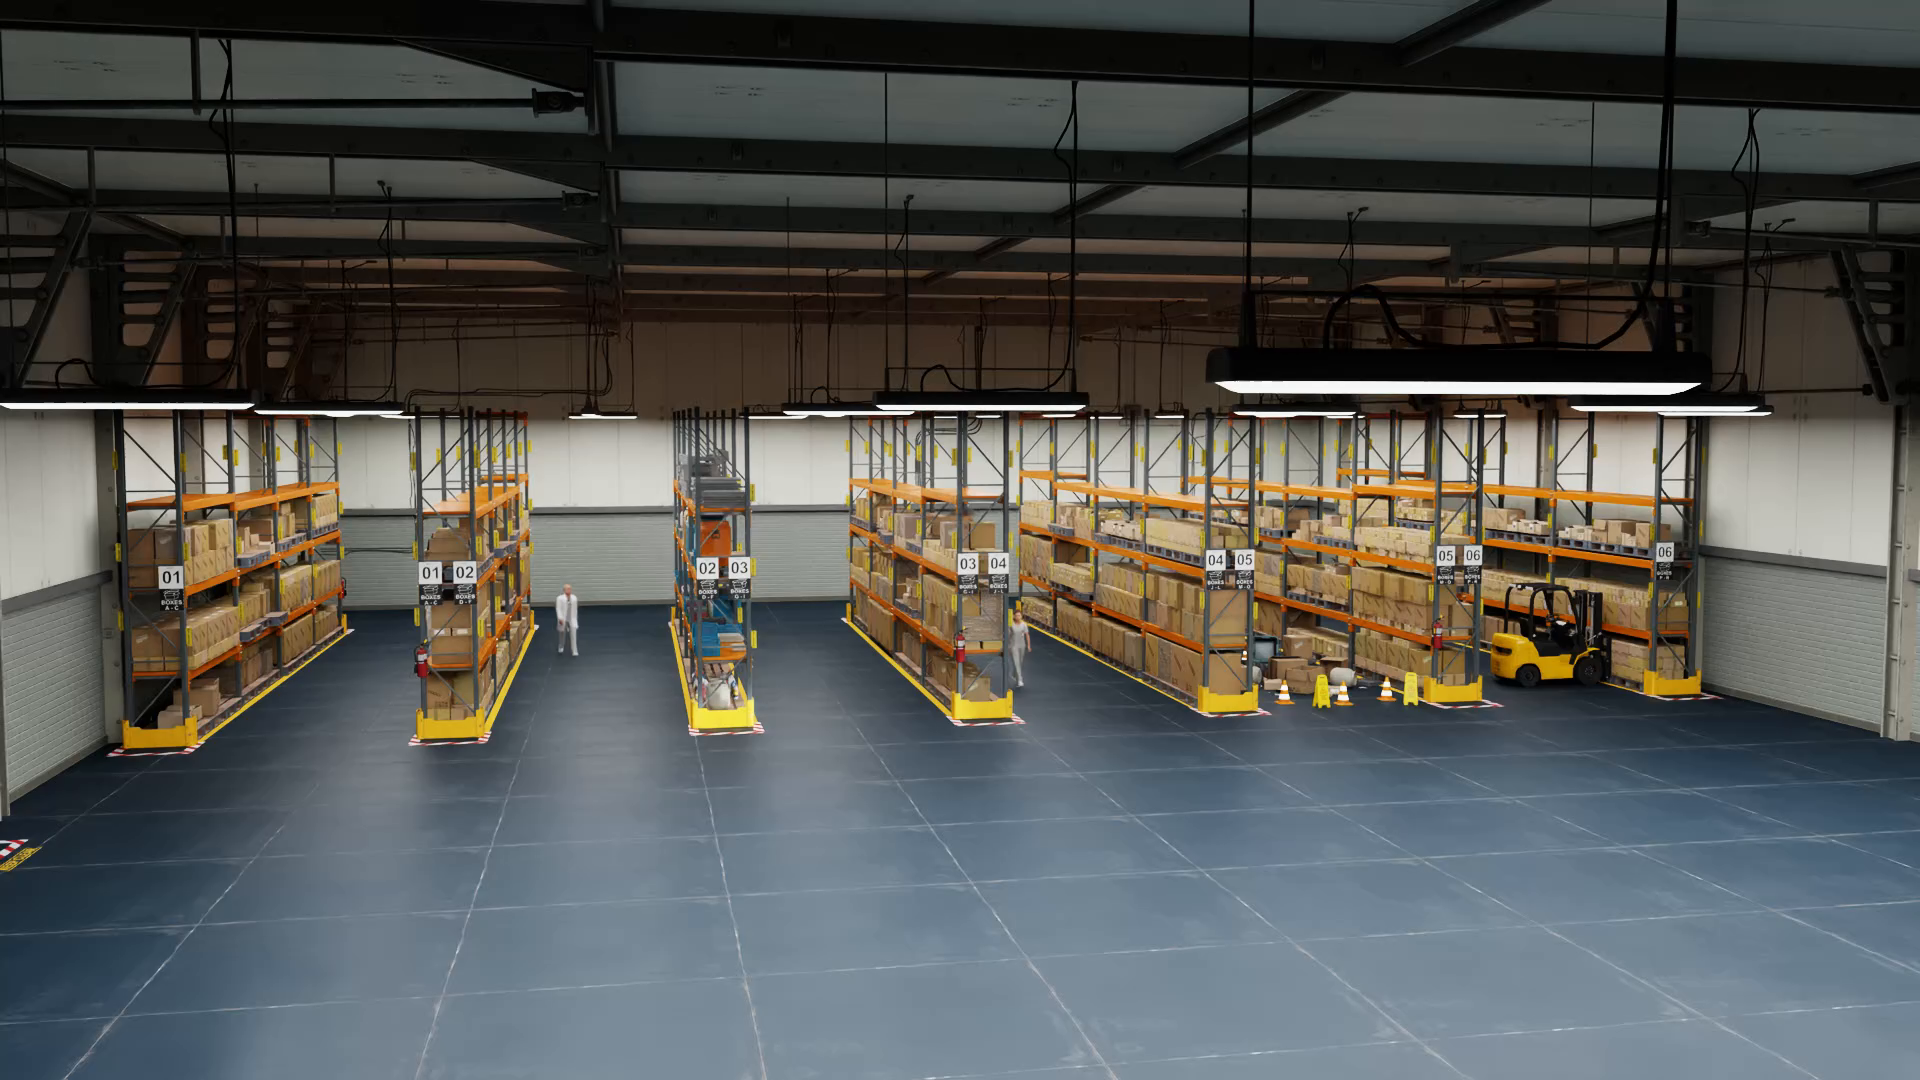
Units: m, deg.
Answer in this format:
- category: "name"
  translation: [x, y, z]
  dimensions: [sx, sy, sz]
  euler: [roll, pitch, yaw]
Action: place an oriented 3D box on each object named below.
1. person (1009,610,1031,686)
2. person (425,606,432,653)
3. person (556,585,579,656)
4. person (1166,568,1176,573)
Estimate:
- category: "person"
  translation: [1.275, 2.327, 36.178]
  dimensions: [0.468, 1.609, 1.058]
  euler: [-1, 4, -14]
- category: "person"
  translation: [-12.942, 1.995, 40.966]
  dimensions: [0.562, 1.599, 1.034]
  euler: [-1, 4, -13]
- category: "person"
  translation: [-9.584, 1.954, 40.549]
  dimensions: [0.538, 1.727, 1.144]
  euler: [-2, 4, -21]
- category: "person"
  translation: [6.725, 1.166, 53.135]
  dimensions: [0.610, 1.644, 0.478]
  euler: [-3, 5, -38]
